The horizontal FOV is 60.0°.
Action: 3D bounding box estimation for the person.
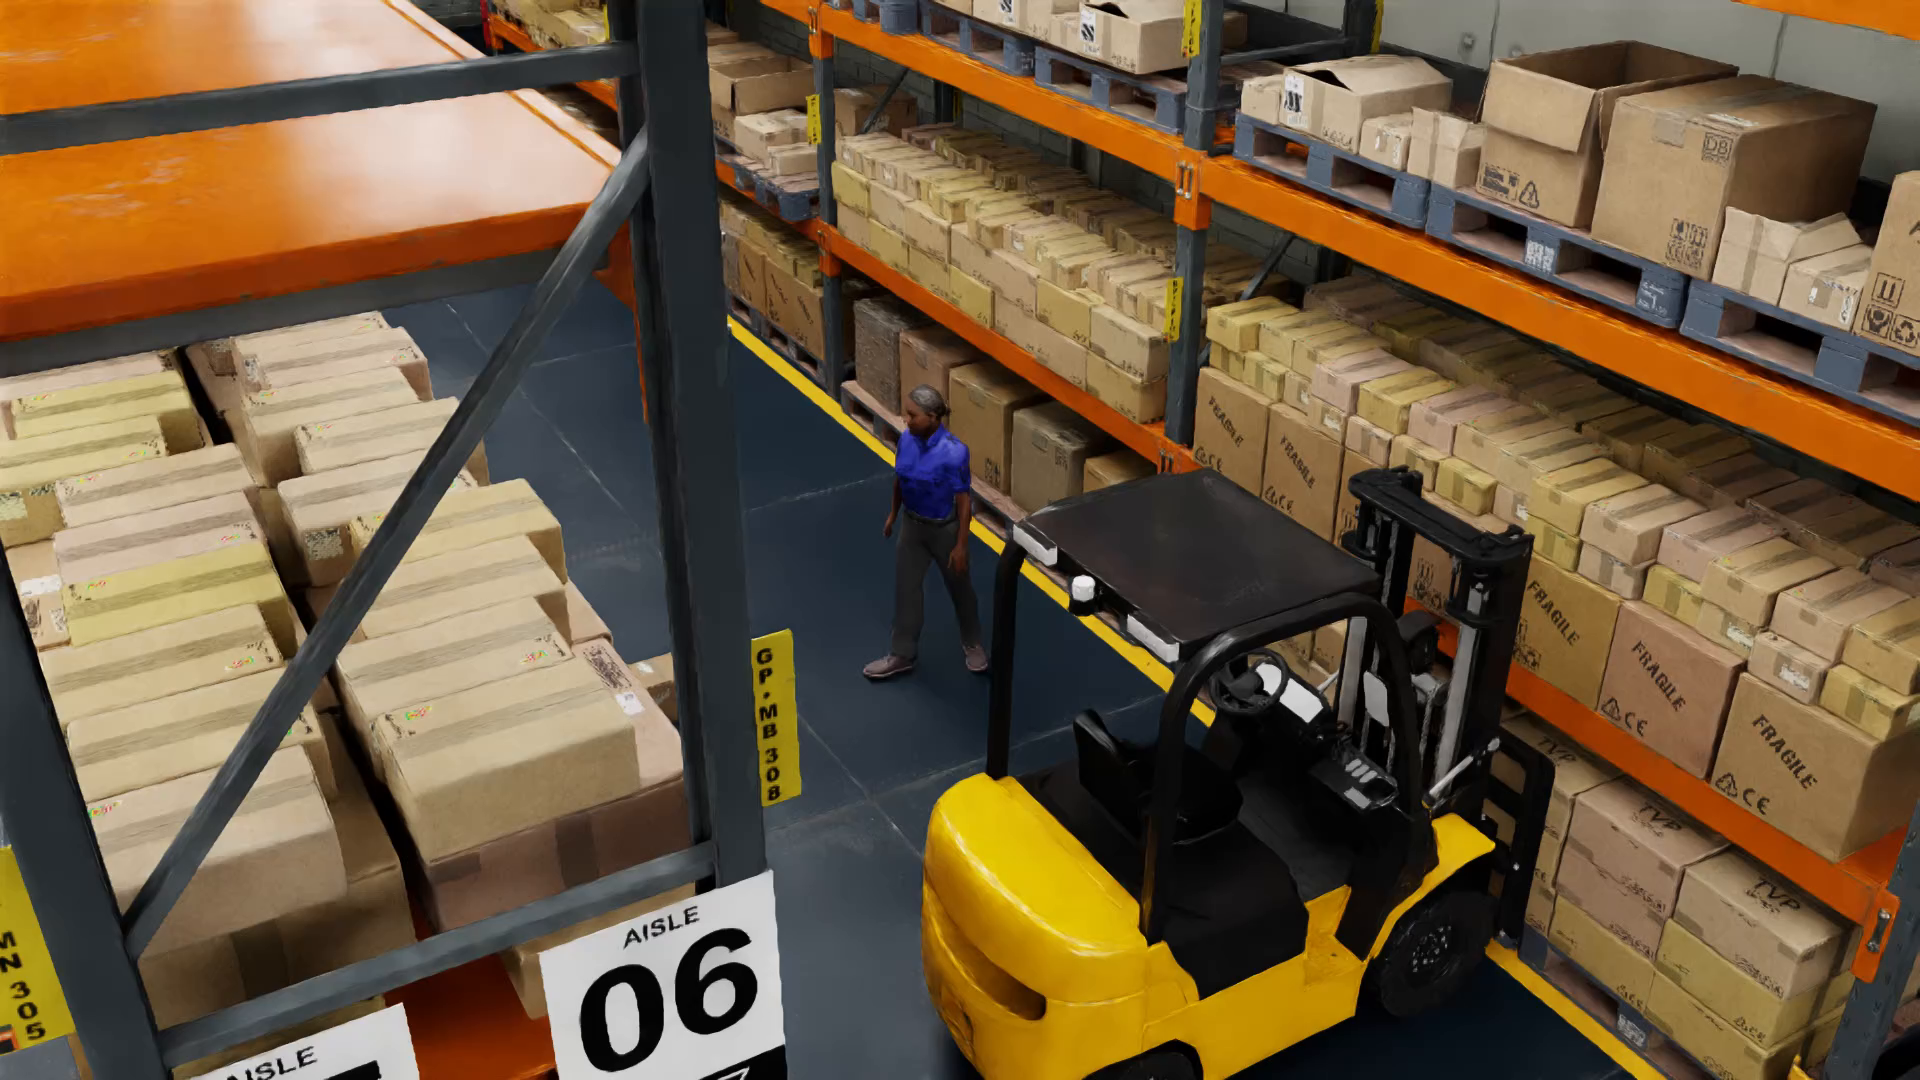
[{"bbox_3d":[-0.180,-0.044,8.616,0.600,1.643,0.611,20,35,31],"label":"person"}]
